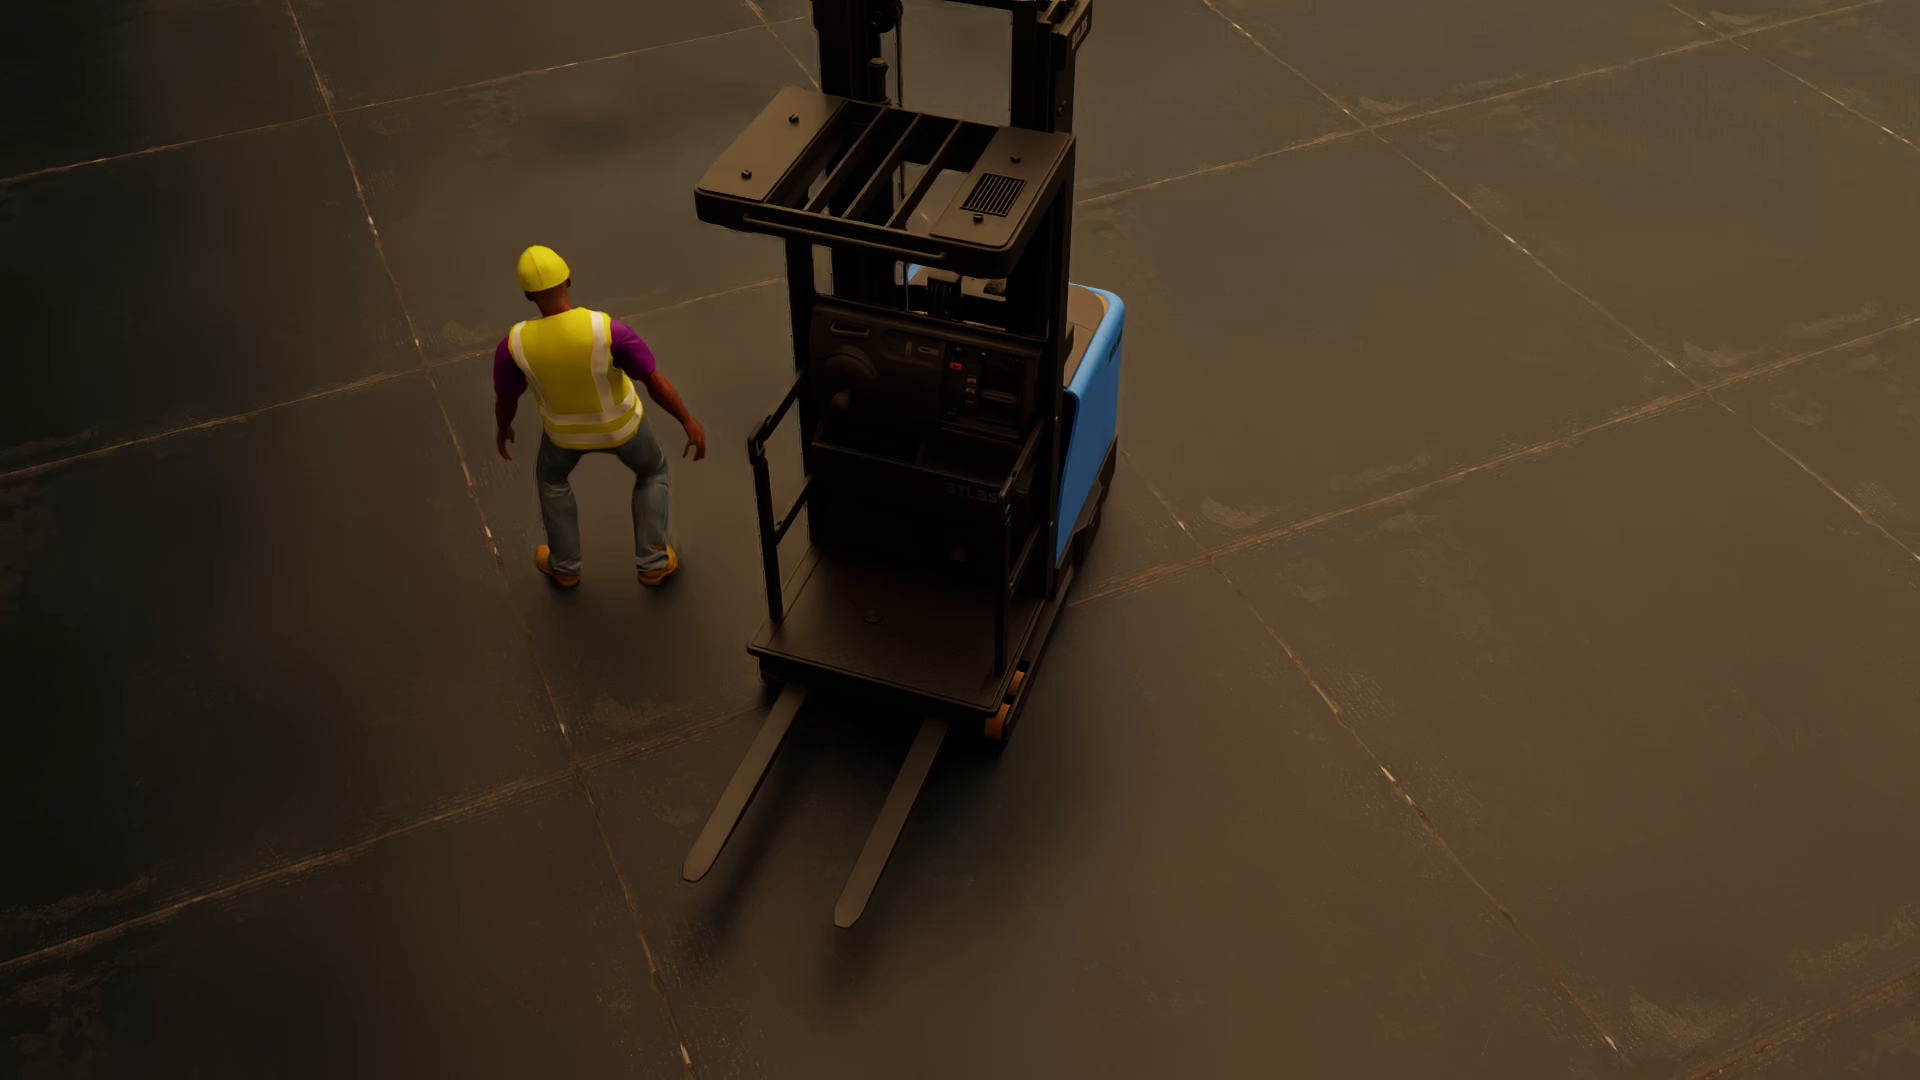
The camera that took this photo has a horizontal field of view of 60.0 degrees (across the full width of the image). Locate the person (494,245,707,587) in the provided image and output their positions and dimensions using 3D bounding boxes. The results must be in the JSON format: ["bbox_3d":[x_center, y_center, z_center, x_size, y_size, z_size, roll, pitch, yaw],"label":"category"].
[{"bbox_3d":[-1.554,-0.499,7.134,0.935,1.683,0.491,0,43,0],"label":"person"}]

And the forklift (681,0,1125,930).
[{"bbox_3d":[-0.216,-0.554,6.273,1.130,2.935,3.031,13,45,14],"label":"forklift"}]
